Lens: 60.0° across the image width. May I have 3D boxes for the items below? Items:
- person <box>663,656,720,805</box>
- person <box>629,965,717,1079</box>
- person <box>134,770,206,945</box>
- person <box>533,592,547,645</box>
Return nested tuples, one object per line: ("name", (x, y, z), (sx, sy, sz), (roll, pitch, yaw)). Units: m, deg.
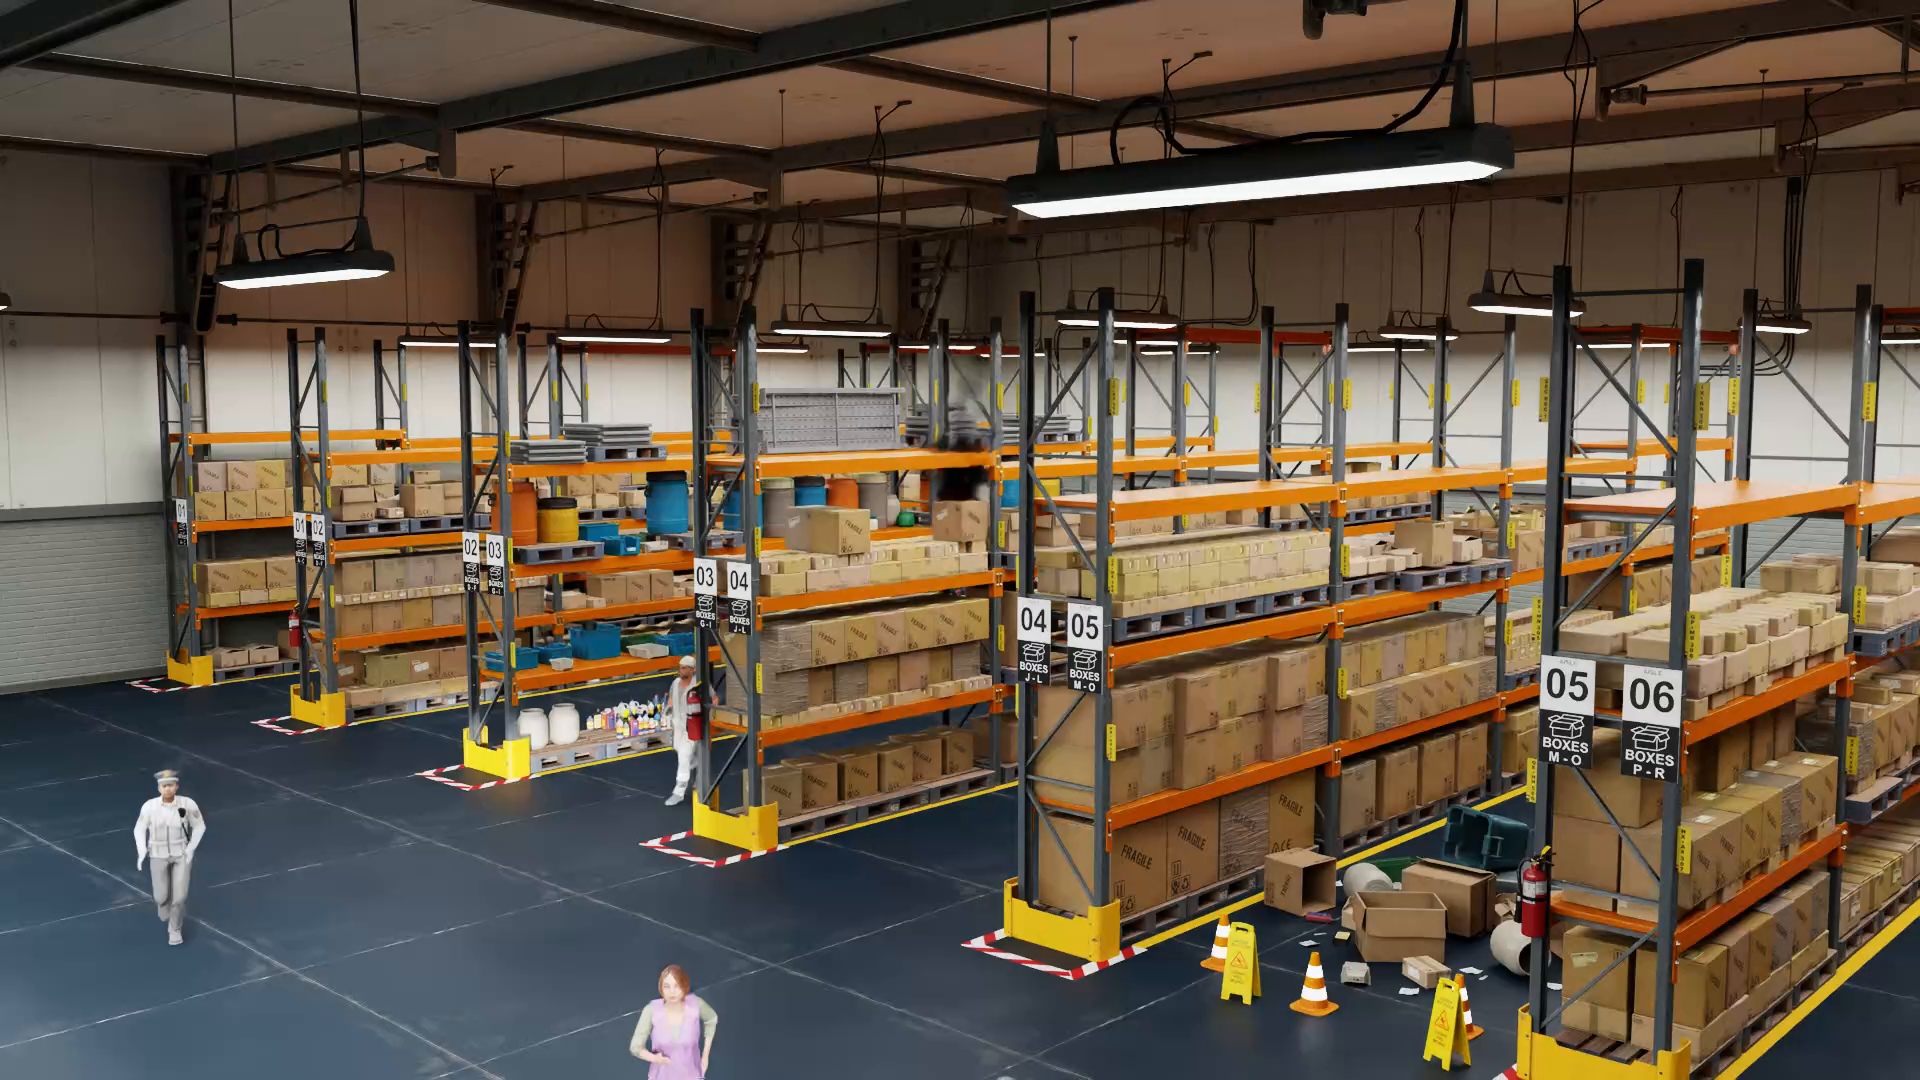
("person", (-3.337, 2.312, 20.525), (0.693, 1.791, 0.885), (3, 6, 32))
("person", (-1.779, 3.412, 10.374), (0.512, 1.638, 0.807), (0, 5, -2))
("person", (-7.326, 2.911, 15.421), (0.584, 1.644, 0.581), (-2, 6, -23))
("person", (-7.660, 1.480, 30.178), (0.652, 1.729, 0.631), (5, 7, 42))
